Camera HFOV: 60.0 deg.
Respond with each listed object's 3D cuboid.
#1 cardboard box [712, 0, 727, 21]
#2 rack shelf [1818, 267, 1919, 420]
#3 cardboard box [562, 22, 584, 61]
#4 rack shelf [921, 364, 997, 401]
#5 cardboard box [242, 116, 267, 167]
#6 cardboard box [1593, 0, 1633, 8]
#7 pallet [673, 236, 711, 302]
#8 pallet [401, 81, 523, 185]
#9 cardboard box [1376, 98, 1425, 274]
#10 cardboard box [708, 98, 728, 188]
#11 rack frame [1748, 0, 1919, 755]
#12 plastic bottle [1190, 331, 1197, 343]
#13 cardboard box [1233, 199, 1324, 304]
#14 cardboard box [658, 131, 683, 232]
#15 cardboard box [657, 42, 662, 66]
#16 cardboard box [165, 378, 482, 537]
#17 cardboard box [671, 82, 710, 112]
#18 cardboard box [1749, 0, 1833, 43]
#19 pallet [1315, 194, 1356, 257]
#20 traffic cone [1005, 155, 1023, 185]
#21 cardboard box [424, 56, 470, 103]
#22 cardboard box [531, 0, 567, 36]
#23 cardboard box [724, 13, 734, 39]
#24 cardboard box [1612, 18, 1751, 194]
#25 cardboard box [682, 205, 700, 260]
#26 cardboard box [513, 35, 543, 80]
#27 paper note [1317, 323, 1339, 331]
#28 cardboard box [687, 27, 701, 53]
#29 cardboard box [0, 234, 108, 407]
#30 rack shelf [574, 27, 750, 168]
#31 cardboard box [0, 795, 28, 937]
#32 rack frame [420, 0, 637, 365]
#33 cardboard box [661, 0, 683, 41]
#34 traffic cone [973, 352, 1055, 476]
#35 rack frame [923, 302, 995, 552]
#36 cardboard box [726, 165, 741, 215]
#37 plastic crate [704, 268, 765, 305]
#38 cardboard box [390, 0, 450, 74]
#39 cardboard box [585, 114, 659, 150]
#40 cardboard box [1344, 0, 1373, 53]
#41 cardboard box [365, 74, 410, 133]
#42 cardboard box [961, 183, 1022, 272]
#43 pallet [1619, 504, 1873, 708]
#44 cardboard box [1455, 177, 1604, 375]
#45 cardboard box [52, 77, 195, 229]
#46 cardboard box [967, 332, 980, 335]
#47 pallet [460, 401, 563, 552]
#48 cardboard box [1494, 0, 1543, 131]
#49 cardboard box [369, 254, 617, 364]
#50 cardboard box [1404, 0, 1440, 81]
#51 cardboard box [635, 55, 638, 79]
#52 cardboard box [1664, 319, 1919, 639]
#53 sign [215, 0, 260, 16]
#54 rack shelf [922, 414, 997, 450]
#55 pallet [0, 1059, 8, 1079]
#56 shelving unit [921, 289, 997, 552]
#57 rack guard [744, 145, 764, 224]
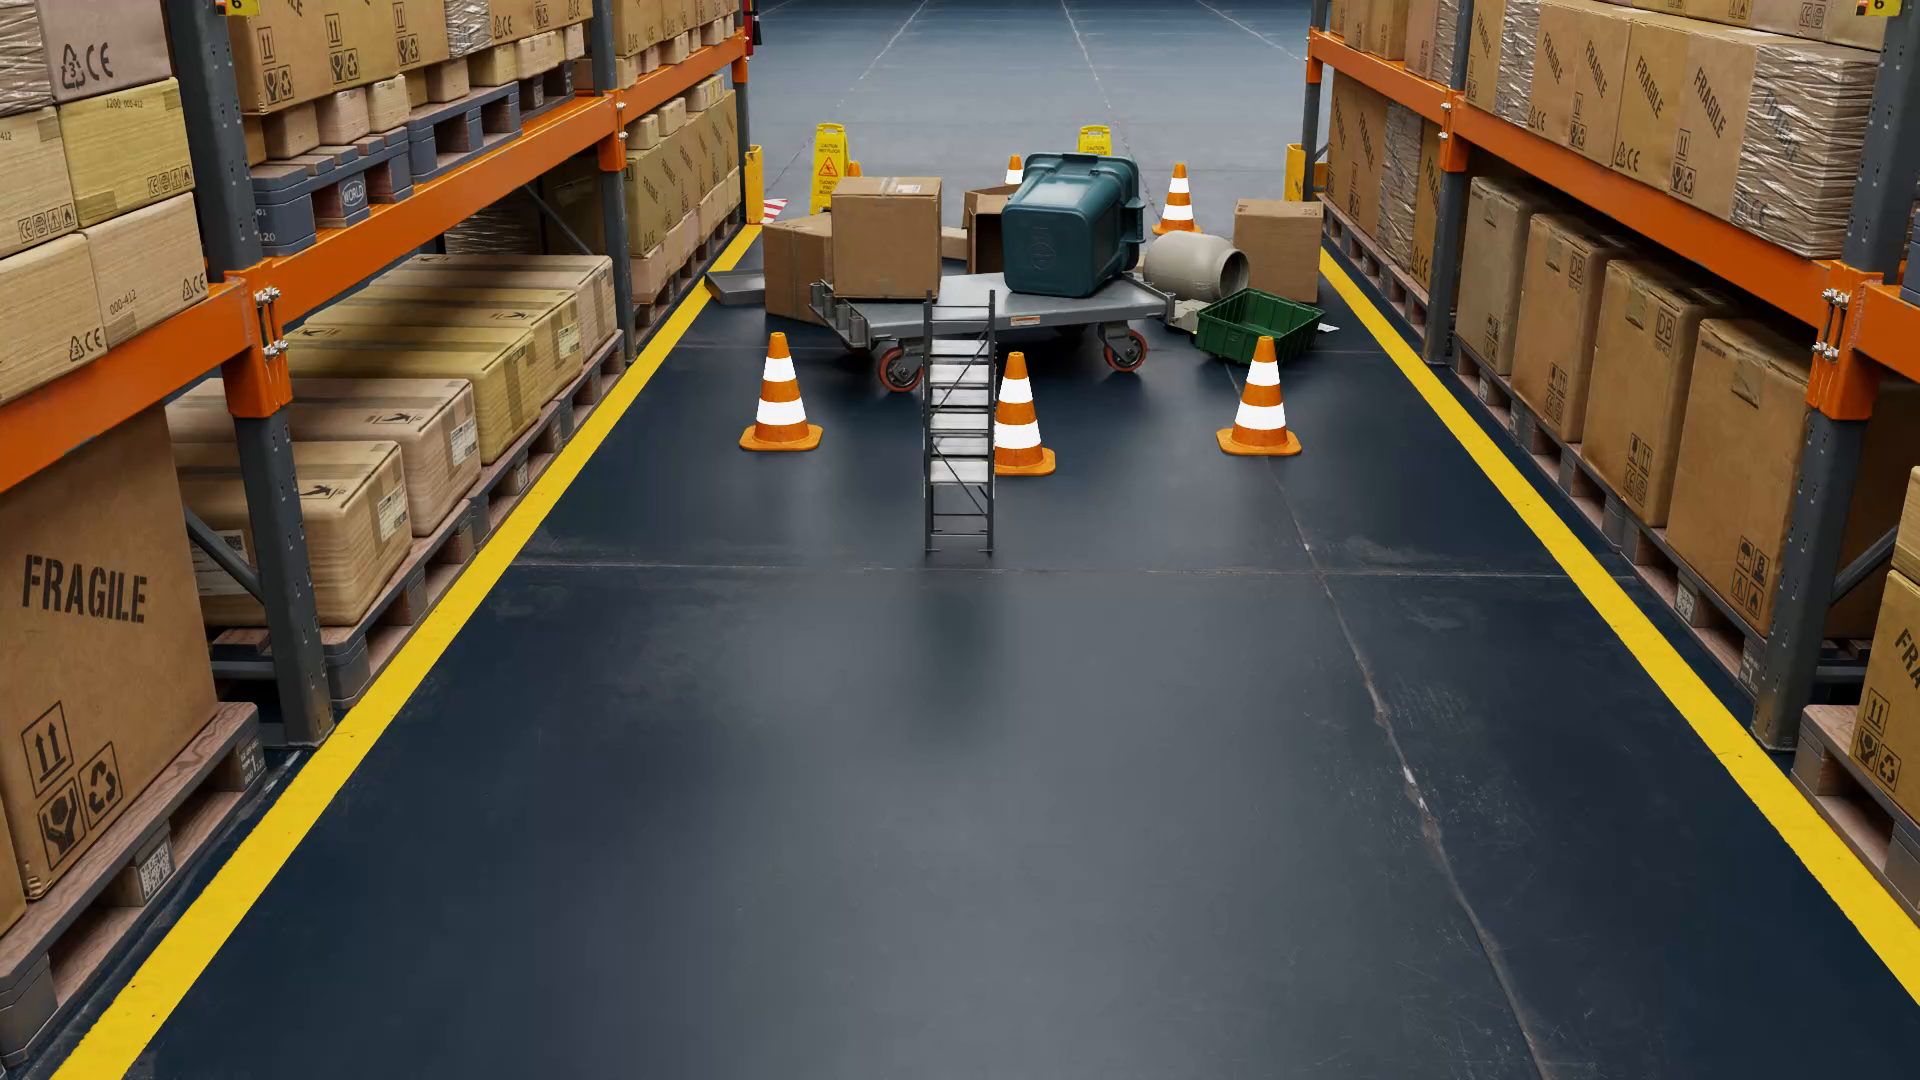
[{"bbox_3d":[-1.768,-3.548,10.478,0.500,0.500,0.500,1,21,2],"label":"cardboard box"},{"bbox_3d":[2.639,0.226,2.295,1.077,0.370,4.000,1,21,2],"label":"rack shelf"},{"bbox_3d":[-1.869,-2.187,7.285,0.380,0.149,0.250,1,21,2],"label":"cardboard box"},{"bbox_3d":[0.000,-0.553,5.806,0.258,0.077,0.200,1,21,2],"label":"rack shelf"},{"bbox_3d":[-2.055,-1.045,4.342,0.380,0.149,0.250,-1,21,-1],"label":"cardboard box"},{"bbox_3d":[2.783,-2.244,6.144,0.700,0.500,0.500,1,21,2],"label":"cardboard box"},{"bbox_3d":[-2.110,-1.683,10.074,1.003,0.211,1.213,1,21,2],"label":"pallet"},{"bbox_3d":[-2.232,-1.478,5.956,1.003,0.211,1.213,1,21,2],"label":"pallet"},{"bbox_3d":[2.934,-2.037,9.489,0.875,0.875,0.875,1,21,2],"label":"cardboard box"},{"bbox_3d":[-1.784,-2.526,10.575,0.500,0.500,0.500,1,21,4],"label":"cardboard box"},{"bbox_3d":[2.700,-0.833,4.029,1.000,3.000,0.127,1,21,2],"label":"rack frame"},{"bbox_3d":[1.322,-1.026,8.588,0.133,0.061,0.283,-11,24,-26],"label":"plastic bottle"},{"bbox_3d":[1.843,-1.688,9.684,0.500,0.500,0.500,4,22,11],"label":"cardboard box"},{"bbox_3d":[-1.837,-1.965,9.130,0.500,0.500,0.500,1,21,4],"label":"cardboard box"},{"bbox_3d":[-1.846,-2.664,9.097,0.380,0.149,0.250,1,21,1],"label":"cardboard box"},{"bbox_3d":[-2.209,-0.293,5.689,0.950,0.372,0.625,0,21,1],"label":"cardboard box"},{"bbox_3d":[-1.736,-2.697,10.121,0.380,0.149,0.250,2,21,4],"label":"cardboard box"},{"bbox_3d":[2.738,-1.691,4.719,0.700,0.500,0.500,0,21,1],"label":"cardboard box"},{"bbox_3d":[2.997,-2.135,11.241,1.003,0.211,1.213,1,21,2],"label":"pallet"},{"bbox_3d":[0.389,-2.502,11.837,0.336,0.463,0.334,1,21,2],"label":"traffic cone"},{"bbox_3d":[-1.957,-1.629,5.847,0.380,0.149,0.250,1,21,3],"label":"cardboard box"},{"bbox_3d":[-1.928,-2.329,6.756,0.500,0.500,0.500,1,21,2],"label":"cardboard box"},{"bbox_3d":[-1.702,-3.396,10.982,0.380,0.149,0.250,0,21,1],"label":"cardboard box"},{"bbox_3d":[2.477,-1.406,5.369,0.500,0.500,0.500,0,21,1],"label":"cardboard box"},{"bbox_3d":[-1.823,-1.806,9.758,0.500,0.250,0.500,0,21,1],"label":"cardboard box"},{"bbox_3d":[-1.871,-1.906,6.561,0.380,0.149,0.250,1,21,2],"label":"cardboard box"},{"bbox_3d":[1.937,-1.148,8.946,0.147,0.020,0.142,-16,26,-35],"label":"paper note"},{"bbox_3d":[-1.774,-3.026,10.027,0.380,0.149,0.250,0,21,1],"label":"cardboard box"},{"bbox_3d":[-2.007,-0.410,3.147,0.500,0.250,0.500,1,21,3],"label":"cardboard box"},{"bbox_3d":[-2.068,-2.685,9.796,1.077,0.370,4.000,1,21,2],"label":"rack shelf"},{"bbox_3d":[-2.386,0.515,2.911,0.875,0.875,0.875,1,21,2],"label":"cardboard box"},{"bbox_3d":[-2.129,-2.297,7.803,1.000,3.000,0.127,1,21,2],"label":"rack frame"},{"bbox_3d":[-1.817,-3.002,9.069,0.500,0.500,0.500,0,21,1],"label":"cardboard box"},{"bbox_3d":[0.223,-0.535,6.768,0.336,0.463,0.334,1,21,2],"label":"traffic cone"},{"bbox_3d":[-0.003,-0.380,5.764,0.240,0.900,0.006,1,21,2],"label":"rack frame"},{"bbox_3d":[-1.764,-2.353,11.168,0.500,0.250,0.500,1,21,1],"label":"cardboard box"},{"bbox_3d":[-1.262,-1.495,9.770,0.402,0.080,0.583,-7,22,-17],"label":"plastic crate"},{"bbox_3d":[-1.988,-1.773,5.321,0.500,0.500,0.500,1,21,3],"label":"cardboard box"},{"bbox_3d":[-1.778,-2.118,8.628,0.380,0.149,0.250,1,21,2],"label":"cardboard box"},{"bbox_3d":[2.840,-3.261,10.078,0.875,0.550,0.550,1,21,2],"label":"cardboard box"},{"bbox_3d":[-1.929,-1.345,5.114,0.380,0.149,0.250,1,21,2],"label":"cardboard box"},{"bbox_3d":[0.470,-1.917,10.273,0.797,0.503,0.637,-16,26,-35],"label":"cardboard box"},{"bbox_3d":[2.799,0.183,5.266,1.003,0.211,1.213,1,21,2],"label":"pallet"},{"bbox_3d":[2.893,-1.201,7.506,1.050,0.750,0.750,1,21,1],"label":"cardboard box"},{"bbox_3d":[-2.012,-0.836,3.553,0.500,0.250,0.500,1,21,1],"label":"cardboard box"},{"bbox_3d":[0.041,-1.293,8.995,0.258,0.266,0.396,-16,26,-35],"label":"cardboard box"},{"bbox_3d":[-2.186,-0.273,6.442,1.003,0.211,1.213,1,21,2],"label":"pallet"},{"bbox_3d":[2.522,-1.956,6.785,0.500,0.500,0.500,1,21,2],"label":"cardboard box"},{"bbox_3d":[-2.143,-1.078,7.713,0.950,0.372,0.625,1,21,2],"label":"cardboard box"},{"bbox_3d":[2.815,-2.682,8.587,0.875,0.550,0.550,1,21,2],"label":"cardboard box"},{"bbox_3d":[-1.843,-2.382,8.369,0.380,0.149,0.250,1,21,3],"label":"cardboard box"},{"bbox_3d":[2.808,-0.199,4.925,1.050,0.750,0.750,0,21,1],"label":"cardboard box"},{"bbox_3d":[-1.696,-1.386,3.853,0.100,0.325,0.005,1,21,2],"label":"sign"},{"bbox_3d":[0.000,-0.386,5.871,0.258,0.077,0.200,1,21,2],"label":"rack shelf"},{"bbox_3d":[-2.390,1.173,2.713,1.003,0.211,1.213,1,21,2],"label":"pallet"},{"bbox_3d":[0.000,-0.417,5.859,0.258,0.900,0.210,1,21,2],"label":"shelving unit"},{"bbox_3d":[-2.010,-2.551,11.911,1.175,0.500,0.348,1,21,2],"label":"rack guard"}]
